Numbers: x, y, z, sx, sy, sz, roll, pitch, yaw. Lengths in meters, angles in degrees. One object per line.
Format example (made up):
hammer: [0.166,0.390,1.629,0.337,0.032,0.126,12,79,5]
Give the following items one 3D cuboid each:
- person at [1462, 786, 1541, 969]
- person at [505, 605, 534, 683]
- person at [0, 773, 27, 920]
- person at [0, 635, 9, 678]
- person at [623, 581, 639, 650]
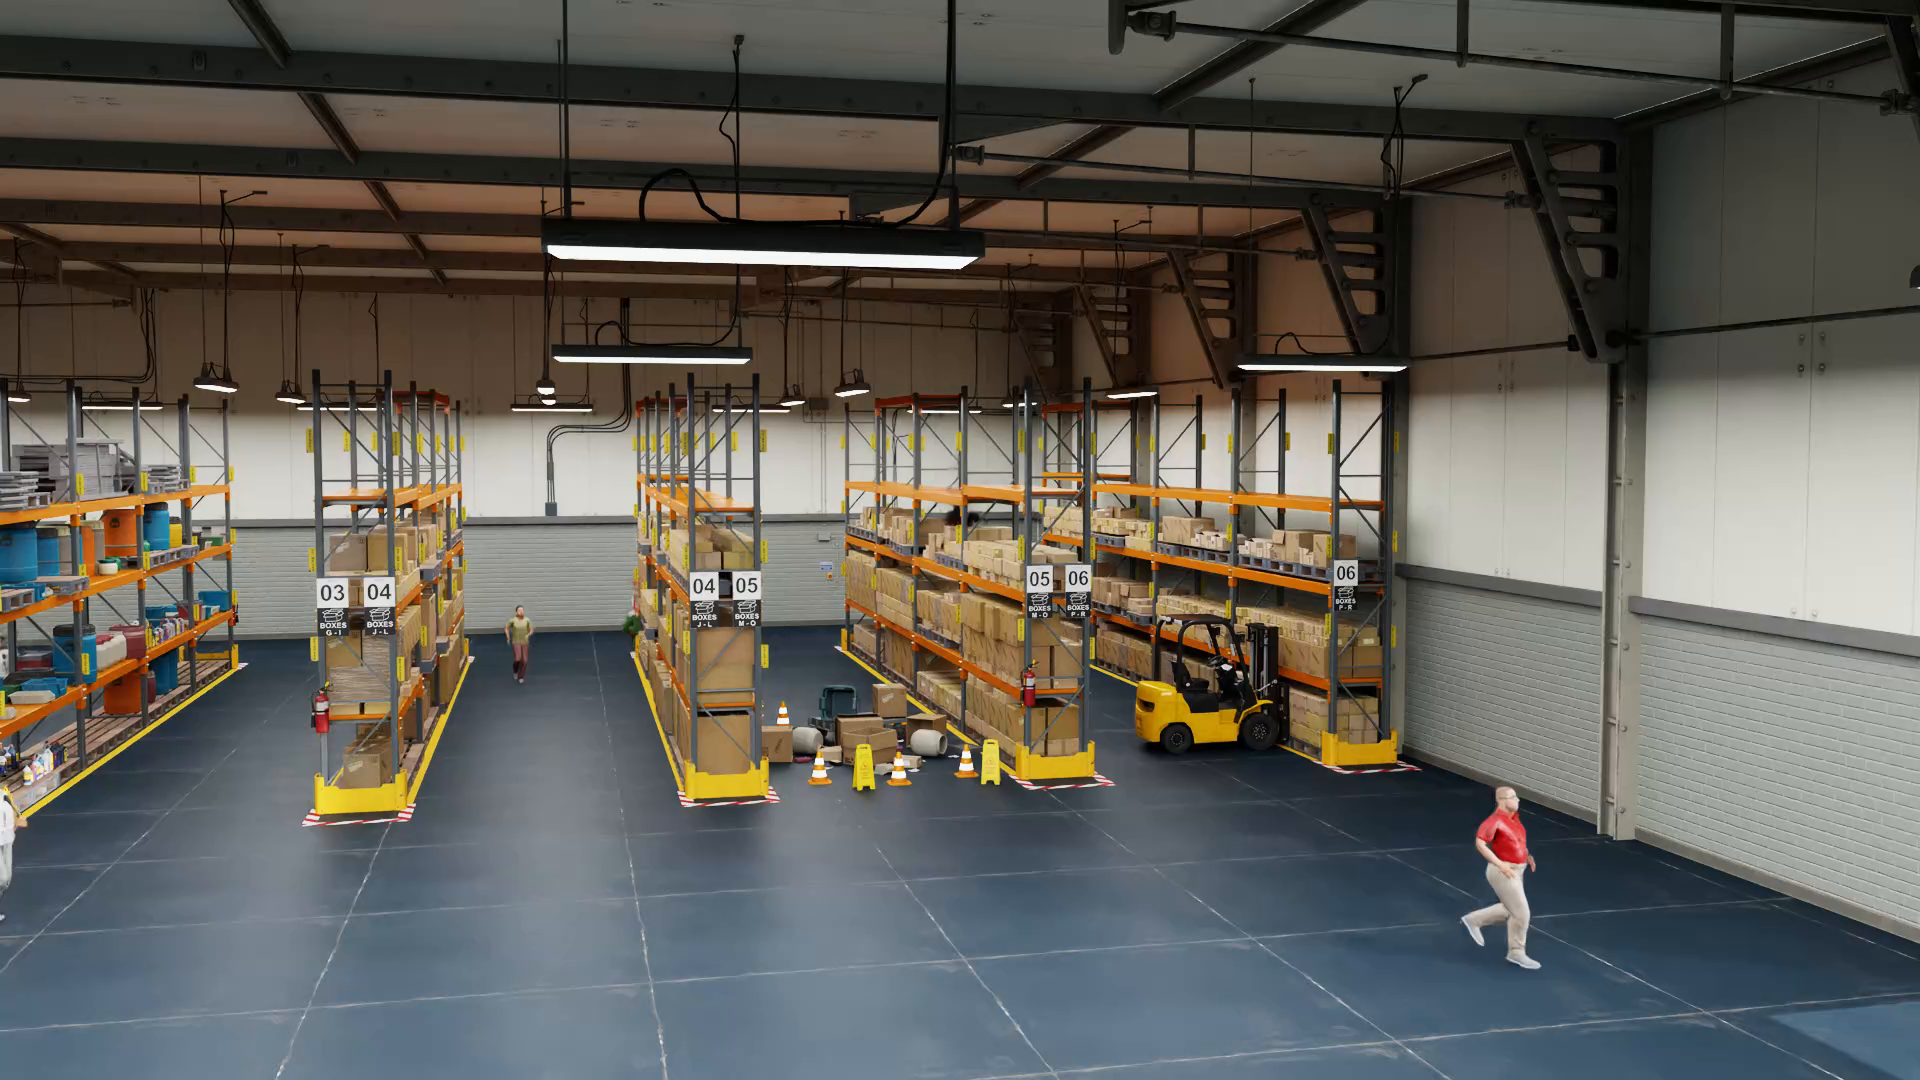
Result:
person: [5.226,3.225,16.071,0.810,1.711,0.676,2,4,36]
person: [-9.179,2.180,34.740,0.572,1.628,0.531,-2,4,-25]
person: [-10.047,3.178,17.338,0.557,1.626,0.593,1,3,13]
person: [-16.871,2.485,29.156,0.605,1.654,0.529,-1,4,-20]
person: [-7.804,1.807,40.069,0.561,1.745,0.678,-1,3,-18]
